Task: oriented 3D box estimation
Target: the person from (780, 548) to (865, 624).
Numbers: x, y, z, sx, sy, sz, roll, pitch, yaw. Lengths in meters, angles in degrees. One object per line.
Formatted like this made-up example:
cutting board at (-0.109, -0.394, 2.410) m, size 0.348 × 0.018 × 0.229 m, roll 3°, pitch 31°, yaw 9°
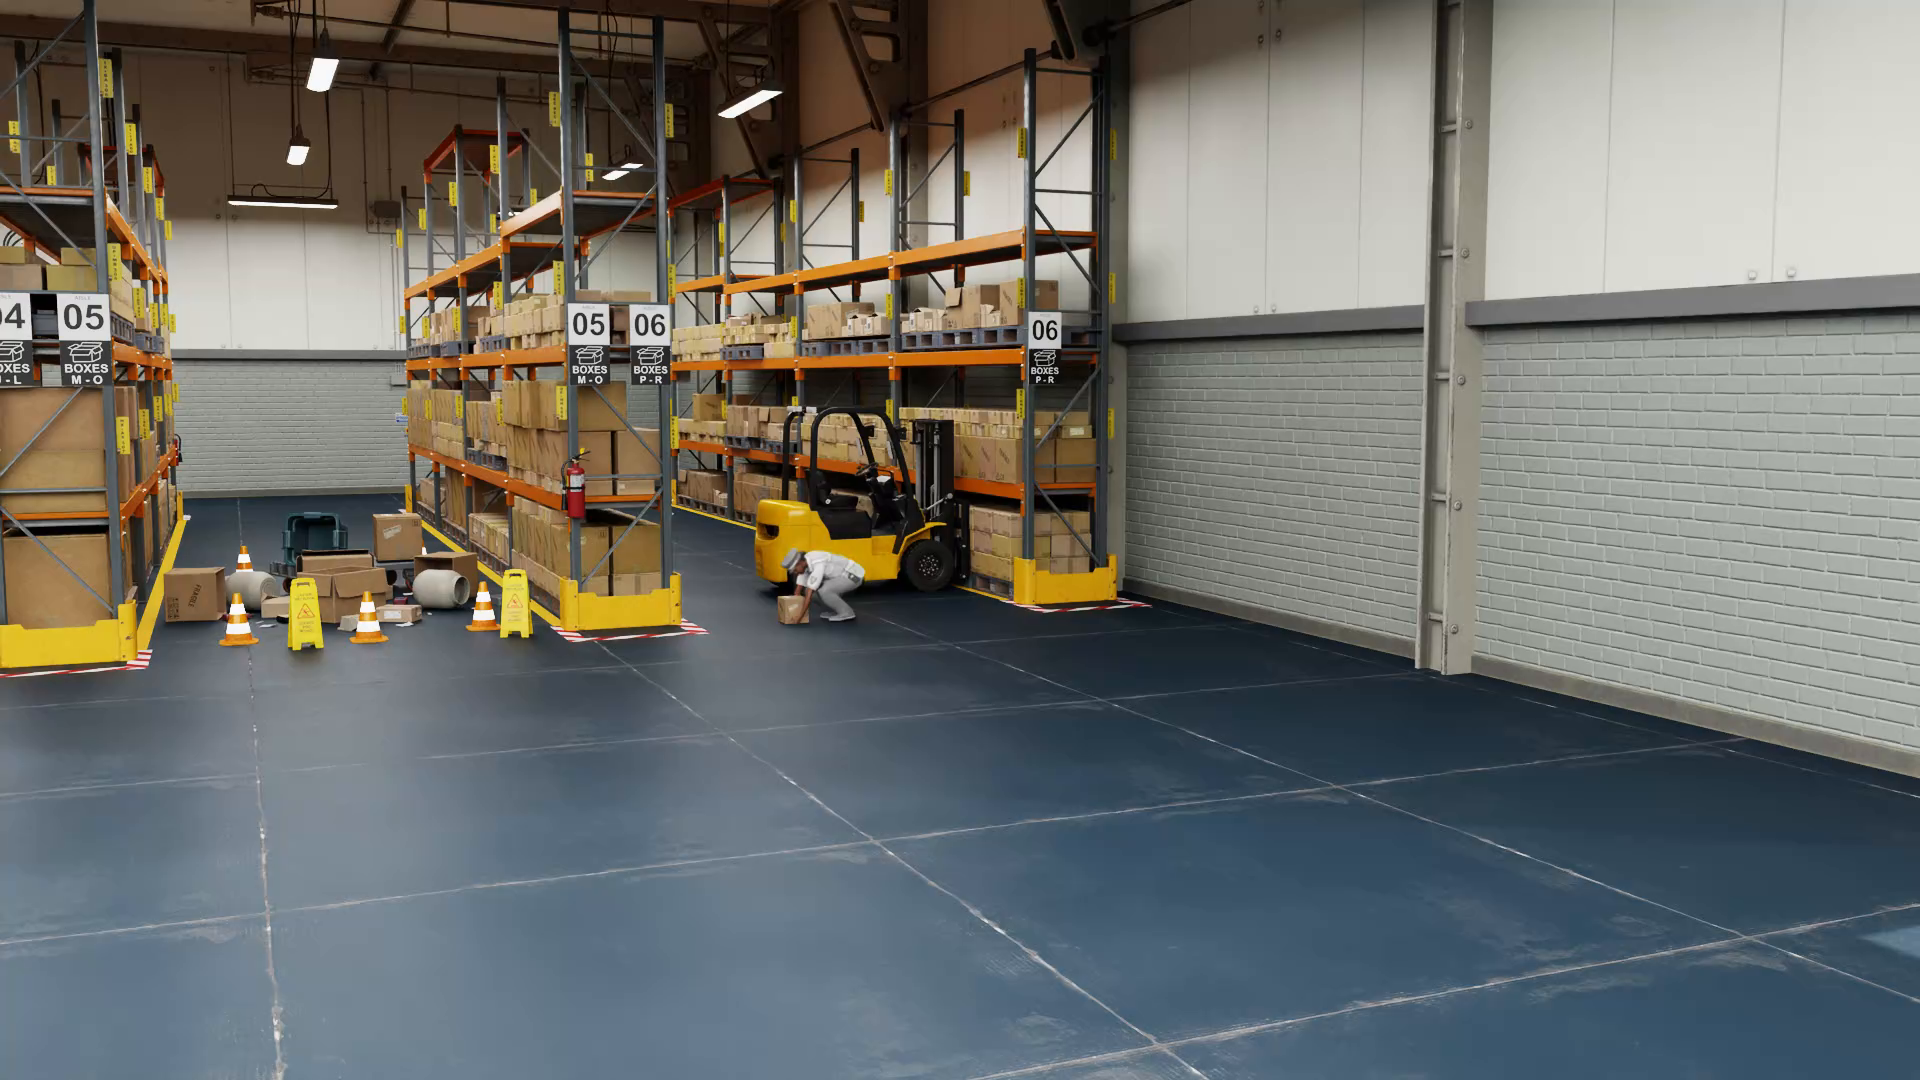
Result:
person at (-1.419, 0.463, 17.081) m, size 0.911 × 0.807 × 0.464 m, roll -3°, pitch 6°, yaw -25°
